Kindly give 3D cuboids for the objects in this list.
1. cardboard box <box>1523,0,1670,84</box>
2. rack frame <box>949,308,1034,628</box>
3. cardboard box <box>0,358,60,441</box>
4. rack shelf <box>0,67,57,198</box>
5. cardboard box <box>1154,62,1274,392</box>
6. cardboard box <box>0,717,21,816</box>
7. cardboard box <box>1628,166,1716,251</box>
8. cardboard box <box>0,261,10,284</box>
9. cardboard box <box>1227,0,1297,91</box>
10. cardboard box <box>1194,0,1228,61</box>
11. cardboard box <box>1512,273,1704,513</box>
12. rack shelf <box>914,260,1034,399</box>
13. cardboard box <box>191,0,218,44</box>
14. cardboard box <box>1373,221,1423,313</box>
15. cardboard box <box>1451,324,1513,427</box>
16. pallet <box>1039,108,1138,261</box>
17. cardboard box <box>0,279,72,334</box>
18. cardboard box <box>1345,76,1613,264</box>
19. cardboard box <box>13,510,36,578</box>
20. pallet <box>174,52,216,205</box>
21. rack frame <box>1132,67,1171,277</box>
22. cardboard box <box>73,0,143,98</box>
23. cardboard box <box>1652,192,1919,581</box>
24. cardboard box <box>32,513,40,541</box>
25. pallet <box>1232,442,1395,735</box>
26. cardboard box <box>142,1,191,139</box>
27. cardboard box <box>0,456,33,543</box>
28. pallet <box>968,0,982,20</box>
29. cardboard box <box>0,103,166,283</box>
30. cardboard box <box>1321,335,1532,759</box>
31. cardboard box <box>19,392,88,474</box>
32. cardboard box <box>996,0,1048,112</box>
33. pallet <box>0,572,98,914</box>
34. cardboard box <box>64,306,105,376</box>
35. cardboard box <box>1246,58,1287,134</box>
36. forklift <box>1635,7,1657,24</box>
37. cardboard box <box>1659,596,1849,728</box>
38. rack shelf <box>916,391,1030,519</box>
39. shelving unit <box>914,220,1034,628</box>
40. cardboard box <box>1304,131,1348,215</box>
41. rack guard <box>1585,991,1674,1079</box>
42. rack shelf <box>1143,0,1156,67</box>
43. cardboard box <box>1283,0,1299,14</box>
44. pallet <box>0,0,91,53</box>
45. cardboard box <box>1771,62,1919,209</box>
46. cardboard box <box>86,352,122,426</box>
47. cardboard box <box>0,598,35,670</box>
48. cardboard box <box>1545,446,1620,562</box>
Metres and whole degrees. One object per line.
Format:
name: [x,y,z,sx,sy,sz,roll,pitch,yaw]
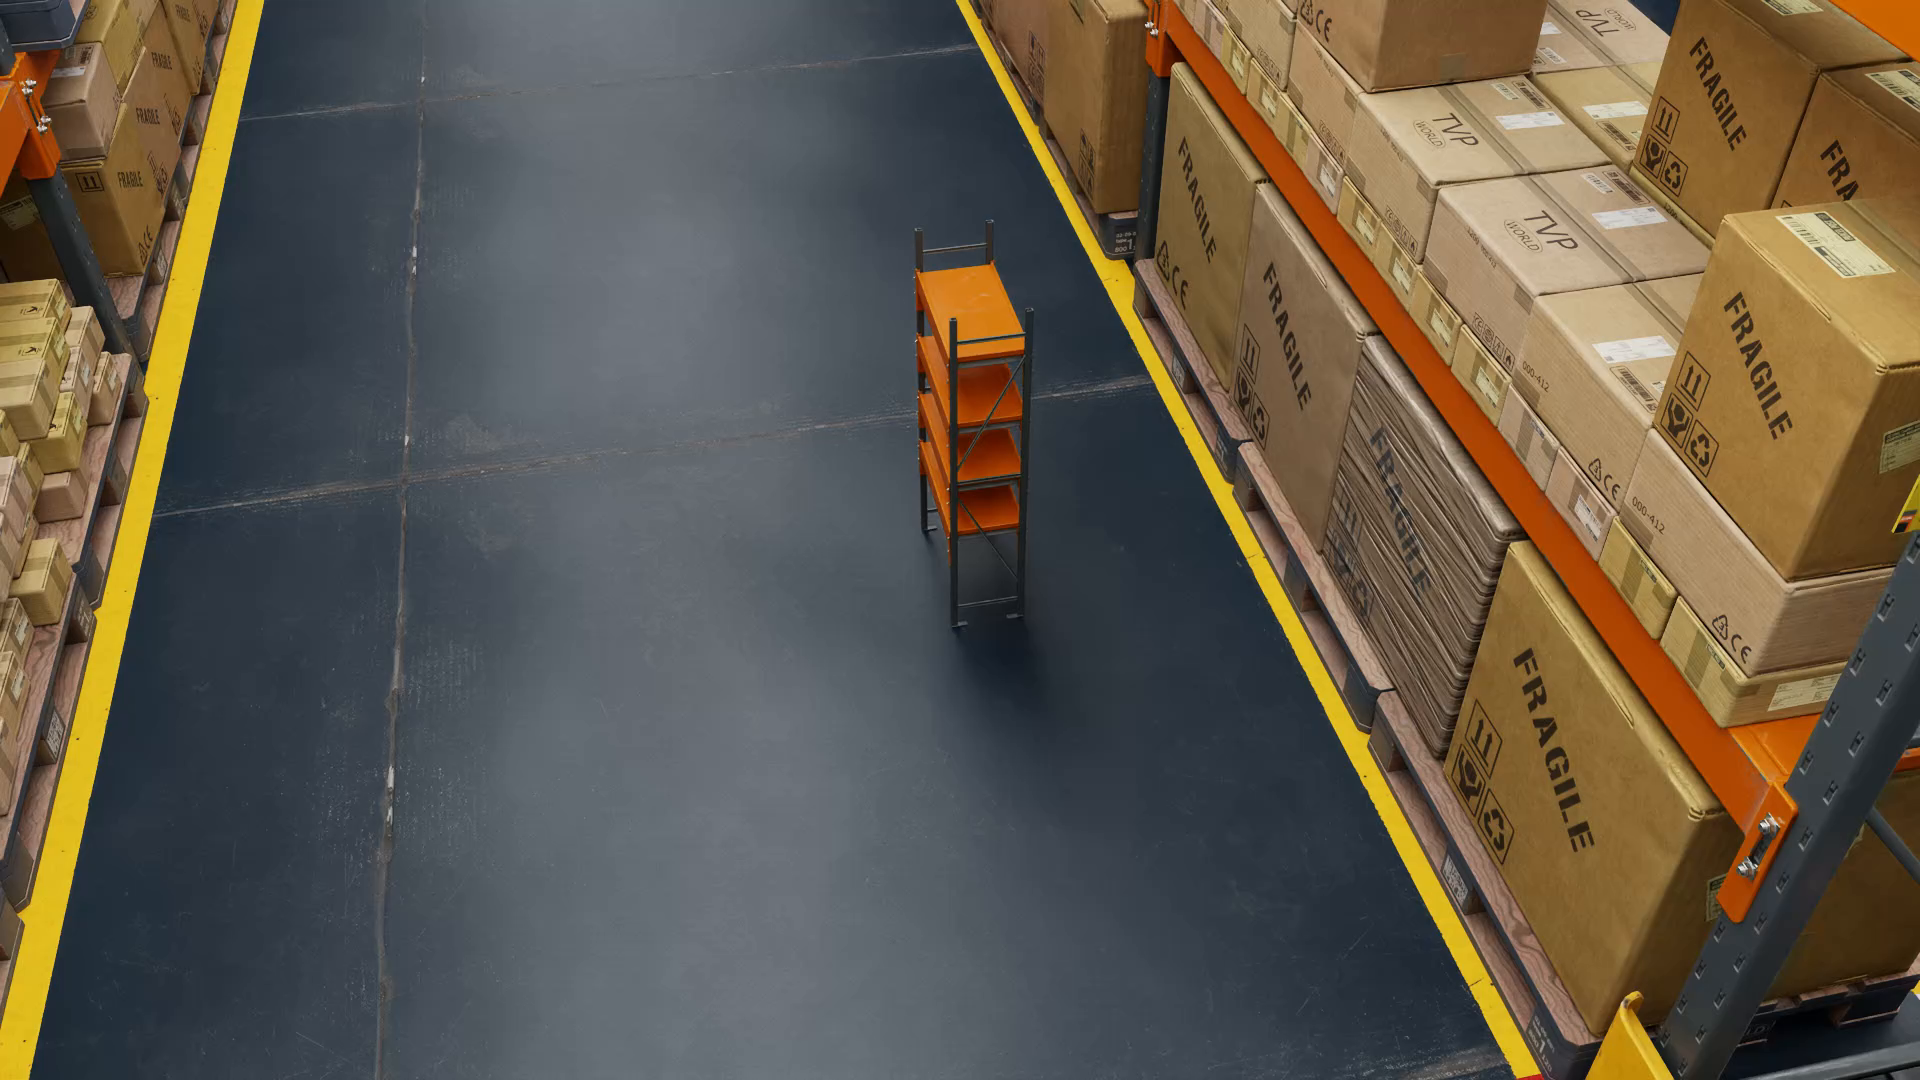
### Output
cardboard box: [1.805,-1.420,4.979,0.500,0.250,0.500,-8,42,-8]
rack frame: [0.088,-0.183,5.053,0.240,1.200,0.015,-8,42,-9]
cardboard box: [-3.150,-0.434,5.362,0.380,0.149,0.250,-9,42,-10]
rack shelf: [-3.204,-0.069,4.110,1.077,0.370,4.000,-8,42,-9]
cardboard box: [1.294,-1.203,6.129,0.875,0.875,0.875,-8,42,-9]
cardboard box: [-2.834,0.657,4.581,0.380,0.149,0.250,-10,43,-11]
cardboard box: [2.029,-0.754,4.229,0.500,0.250,0.500,-10,43,-11]
cardboard box: [-4.041,-1.300,6.522,0.500,0.500,0.500,-9,42,-10]
cardboard box: [1.178,-1.669,5.260,0.500,0.250,0.500,-9,42,-9]
cardboard box: [1.025,-1.776,5.680,0.380,0.149,0.250,-10,43,-11]
cardboard box: [1.620,-0.347,3.770,0.500,0.250,0.500,-9,42,-10]
rack shelf: [0.036,-0.635,4.970,0.258,0.148,0.480,-8,42,-9]
cardboard box: [-3.993,-2.723,8.125,0.500,0.500,0.500,-7,42,-8]
cardboard box: [1.365,-0.767,4.544,0.380,0.149,0.250,-8,42,-8]
cardboard box: [1.473,-0.438,4.173,0.380,0.149,0.250,-9,42,-10]
pallet: [0.989,-1.726,7.535,1.003,0.211,1.213,-8,42,-9]
cardboard box: [-3.304,-0.754,5.723,0.380,0.149,0.250,-7,42,-8]
cardboard box: [1.394,-1.014,4.521,0.500,0.250,0.500,-8,42,-9]
cardboard box: [-3.079,0.006,5.091,0.380,0.149,0.250,-7,42,-8]
pallet: [-4.072,-1.888,7.718,1.003,0.211,1.213,-8,42,-9]
rack frame: [1.229,-2.279,6.058,1.000,3.000,0.127,-8,42,-9]
cardboard box: [-3.654,-1.999,6.744,0.500,0.250,0.500,-7,42,-8]
cardboard box: [1.731,-0.300,3.153,0.500,0.500,0.500,-8,42,-9]
cardboard box: [-3.185,0.011,5.309,0.380,0.149,0.250,-9,42,-10]
pallet: [1.584,0.060,5.523,1.003,0.211,1.213,-8,42,-9]
cardboard box: [-3.778,-2.054,7.371,0.500,0.500,0.500,-8,42,-9]
cardboard box: [-3.021,-0.092,4.977,0.380,0.149,0.250,-10,43,-11]
pallet: [0.463,-3.308,9.317,1.003,0.211,1.213,-8,42,-9]
cardboard box: [-3.536,-1.373,6.604,0.500,0.500,0.500,-7,42,-8]
cardboard box: [1.680,-0.042,4.822,0.875,0.875,0.875,-8,42,-9]
cardboard box: [-3.111,-0.333,5.473,0.380,0.149,0.250,-10,43,-11]
cardboard box: [0.878,-2.633,7.741,1.225,0.875,0.875,-10,43,-11]
pallet: [-3.189,0.631,4.880,1.003,0.211,1.213,-8,42,-9]
cardboard box: [-3.257,-0.678,5.861,0.380,0.149,0.250,-8,42,-8]
cardboard box: [1.141,-1.435,5.296,0.380,0.149,0.250,-9,42,-10]
forklift: [2.916,-1.815,5.587,1.130,2.935,3.031,-10,43,-11]
cardboard box: [1.694,0.224,3.428,0.380,0.149,0.250,-8,42,-8]
rack shelf: [0.036,-0.291,5.275,0.258,0.148,0.480,-8,42,-9]
shelving unit: [0.036,-0.341,5.231,0.258,1.200,0.503,-8,42,-9]
cardboard box: [1.249,-1.106,4.926,0.380,0.149,0.250,-8,42,-9]
rack guard: [2.098,1.264,3.950,1.175,0.500,0.348,-8,42,-9]
rack shelf: [0.798,-3.307,7.758,1.077,0.370,4.000,-8,42,-9]
cardboard box: [1.182,-1.948,5.009,0.500,0.500,0.500,-8,42,-9]
pallet: [-3.658,-2.079,5.977,1.003,0.211,1.213,-8,42,-9]
cardboard box: [2.145,-0.696,3.599,0.500,0.500,0.500,-9,42,-10]
cardboard box: [-3.218,-0.520,5.907,0.380,0.149,0.250,-8,42,-9]
cardboard box: [-3.004,0.330,4.950,0.380,0.149,0.250,-8,42,-8]
cardboard box: [1.583,-0.108,3.802,0.380,0.149,0.250,-8,42,-9]
